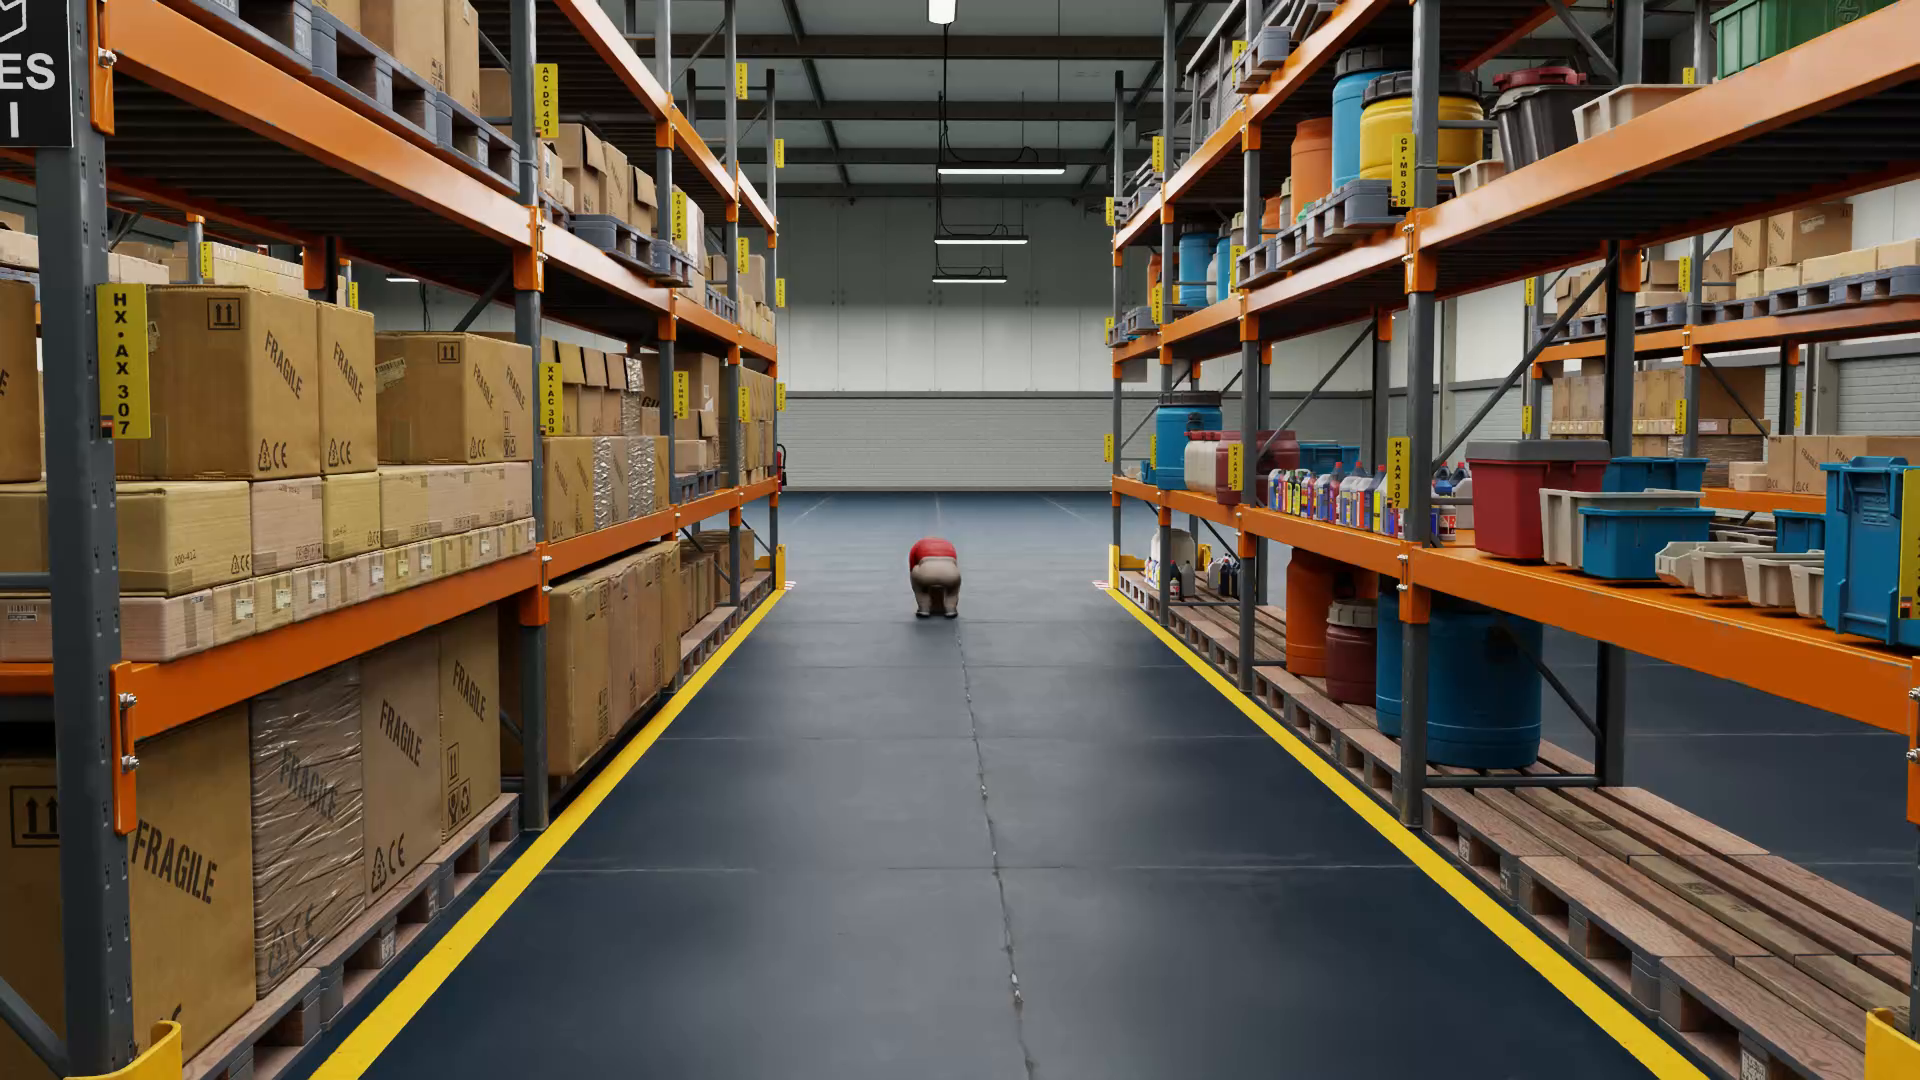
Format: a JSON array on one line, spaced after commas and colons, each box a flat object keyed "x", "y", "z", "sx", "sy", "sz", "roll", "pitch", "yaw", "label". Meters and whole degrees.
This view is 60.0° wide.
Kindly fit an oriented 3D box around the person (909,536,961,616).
[{"x": -0.245, "y": 0.387, "z": 16.692, "sx": 0.527, "sy": 0.813, "sz": 0.916, "roll": 0, "pitch": 4, "yaw": -3, "label": "person"}]
